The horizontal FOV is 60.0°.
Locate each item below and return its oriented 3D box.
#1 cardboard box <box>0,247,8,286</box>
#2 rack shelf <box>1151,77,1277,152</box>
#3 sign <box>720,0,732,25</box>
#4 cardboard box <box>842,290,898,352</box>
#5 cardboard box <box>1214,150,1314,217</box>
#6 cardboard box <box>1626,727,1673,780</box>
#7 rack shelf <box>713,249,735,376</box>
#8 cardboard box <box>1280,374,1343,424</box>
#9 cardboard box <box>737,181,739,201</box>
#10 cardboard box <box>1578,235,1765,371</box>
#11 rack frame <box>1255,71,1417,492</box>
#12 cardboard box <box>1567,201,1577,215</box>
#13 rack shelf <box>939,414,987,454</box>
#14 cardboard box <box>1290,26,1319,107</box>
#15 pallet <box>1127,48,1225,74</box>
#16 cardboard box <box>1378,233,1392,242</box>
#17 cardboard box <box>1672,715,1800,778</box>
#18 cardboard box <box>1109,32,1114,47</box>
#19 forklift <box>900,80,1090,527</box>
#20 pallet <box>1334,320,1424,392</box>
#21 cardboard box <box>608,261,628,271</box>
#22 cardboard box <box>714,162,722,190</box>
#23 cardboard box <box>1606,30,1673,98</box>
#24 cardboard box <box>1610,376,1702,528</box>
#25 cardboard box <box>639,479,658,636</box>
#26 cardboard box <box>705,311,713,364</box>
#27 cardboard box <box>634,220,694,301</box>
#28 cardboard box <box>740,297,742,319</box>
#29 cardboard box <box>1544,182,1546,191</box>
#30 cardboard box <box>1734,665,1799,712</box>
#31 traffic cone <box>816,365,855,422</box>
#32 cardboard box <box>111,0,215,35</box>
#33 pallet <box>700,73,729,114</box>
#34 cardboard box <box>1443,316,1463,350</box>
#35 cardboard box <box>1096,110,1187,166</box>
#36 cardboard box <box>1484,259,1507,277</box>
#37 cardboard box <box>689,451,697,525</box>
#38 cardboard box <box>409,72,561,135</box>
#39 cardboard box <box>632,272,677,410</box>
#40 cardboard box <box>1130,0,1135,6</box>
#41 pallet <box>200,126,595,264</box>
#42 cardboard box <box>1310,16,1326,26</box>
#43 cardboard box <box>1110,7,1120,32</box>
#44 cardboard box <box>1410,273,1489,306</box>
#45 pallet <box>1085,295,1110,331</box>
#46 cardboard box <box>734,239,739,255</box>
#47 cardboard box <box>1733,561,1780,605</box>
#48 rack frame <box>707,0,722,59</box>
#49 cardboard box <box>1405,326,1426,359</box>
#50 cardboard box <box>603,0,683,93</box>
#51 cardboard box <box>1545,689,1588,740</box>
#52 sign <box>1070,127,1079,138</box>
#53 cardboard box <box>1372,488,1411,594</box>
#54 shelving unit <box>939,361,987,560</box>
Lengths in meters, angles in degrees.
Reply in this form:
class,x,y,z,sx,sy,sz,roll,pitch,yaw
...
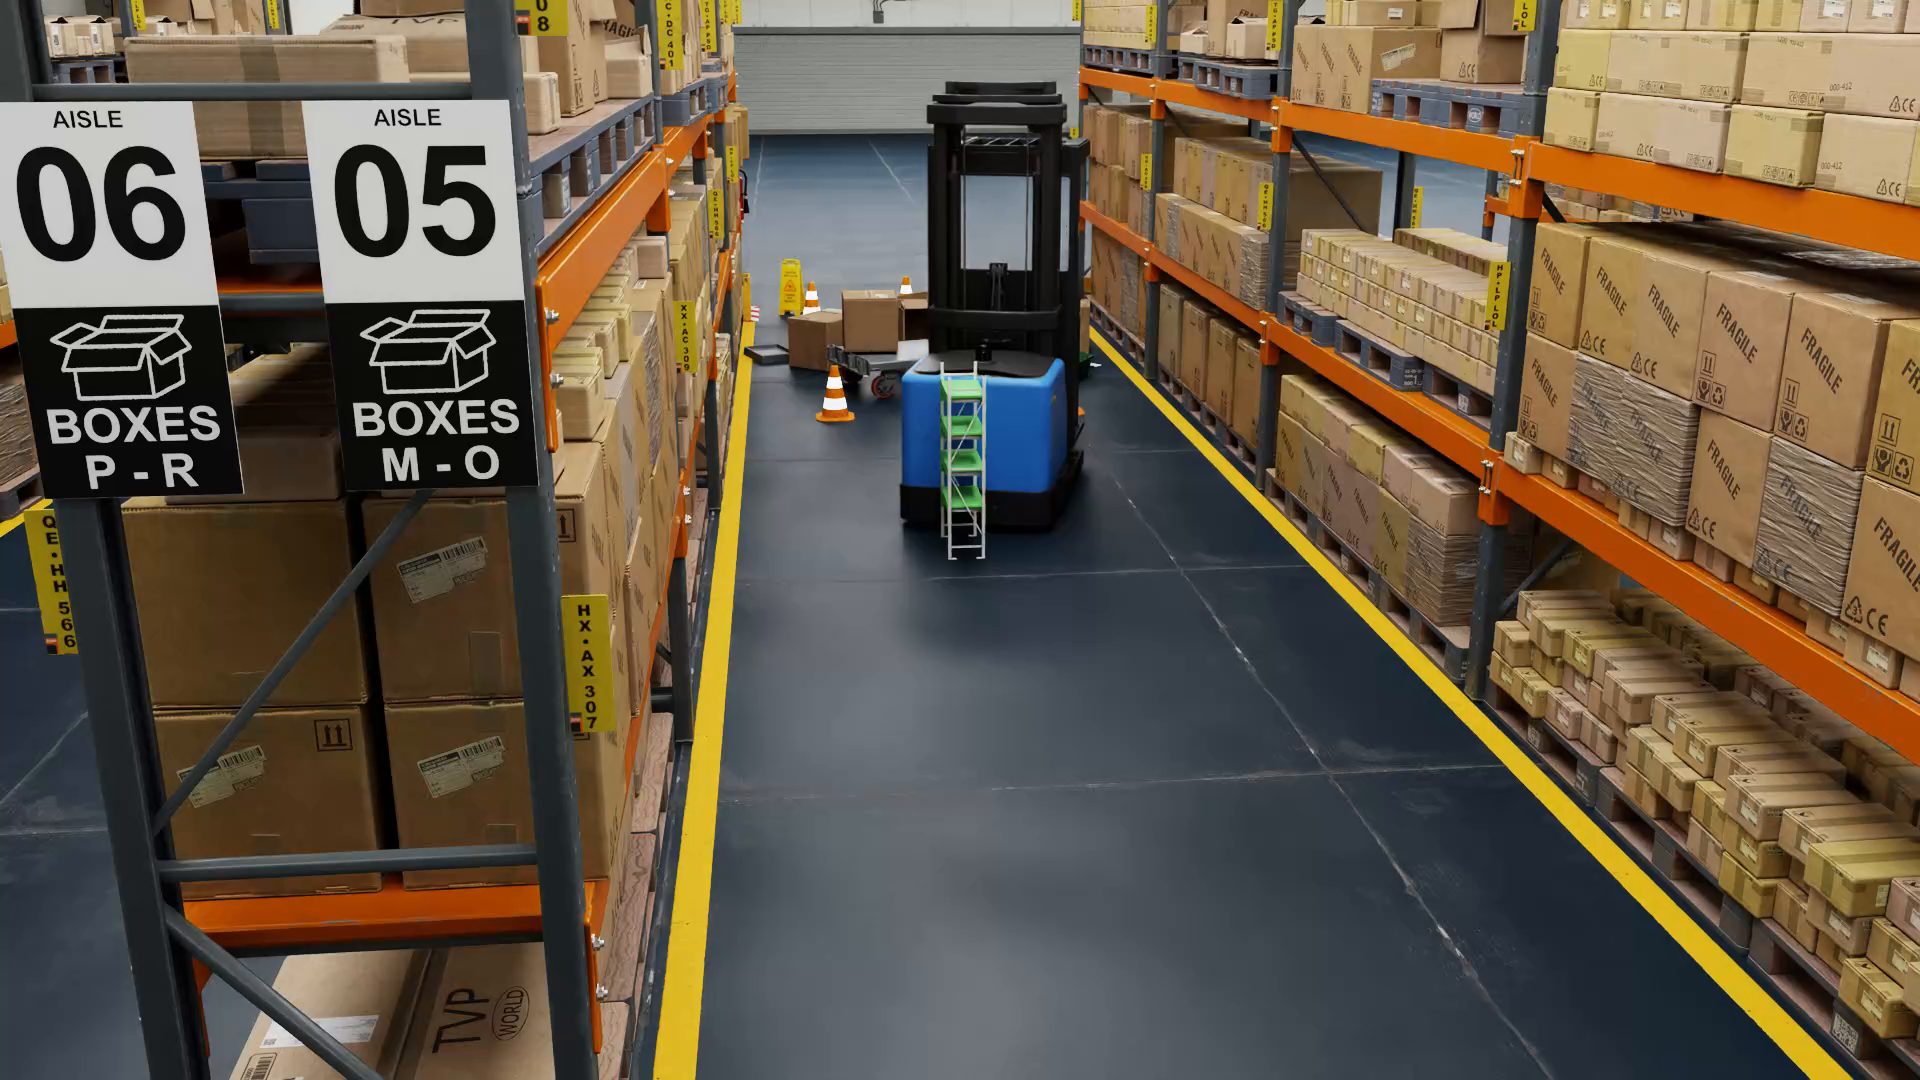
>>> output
class,x,y,z,sx,sy,sz,roll,pitch,yaw
cardboard box,-6.995,-1.941,11.769,0.500,0.250,0.500,-1,17,-4
rack shelf,2.502,-3.507,13.532,1.077,0.370,4.000,-2,18,-6
sign,-2.066,-4.715,14.661,0.100,0.325,0.005,-2,18,-6
cardboard box,-0.850,-2.064,15.653,0.500,0.500,0.500,-2,18,-6
cardboard box,2.510,-2.937,13.689,0.700,0.500,0.500,-2,18,-6
cardboard box,3.009,0.889,6.899,0.380,0.149,0.250,-2,18,-6
rack shelf,-2.412,-1.892,13.398,1.077,0.370,4.000,-2,18,-6
cardboard box,2.538,-0.975,11.496,0.500,0.250,0.500,-3,18,-8
cardboard box,-2.653,-3.910,17.961,0.500,0.500,0.500,-2,18,-6
cardboard box,2.993,-1.002,7.028,0.500,0.500,0.500,-2,18,-7
rack frame,2.708,-1.823,11.976,1.000,3.000,0.127,-2,18,-6
cardboard box,6.835,-3.597,18.046,0.380,0.149,0.250,-2,18,-6
rack shelf,0.017,-0.691,10.788,0.258,0.148,0.480,-2,18,-6
cardboard box,2.502,-3.123,10.943,0.500,0.500,0.500,-2,18,-6
pallet,2.221,-4.647,16.113,1.003,0.211,1.213,-2,18,-6
cardboard box,2.930,-2.013,12.413,0.500,0.500,0.500,-2,17,-5
cardboard box,3.086,0.820,6.622,0.380,0.149,0.250,-2,18,-5
cardboard box,1.756,-5.202,17.282,0.380,0.149,0.250,-2,18,-5
forklift,0.355,-1.885,12.290,1.130,2.935,3.031,3,18,10
pallet,2.953,-1.143,10.130,1.003,0.211,1.213,-2,18,-6
cardboard box,-1.465,-0.969,6.337,0.380,0.149,0.250,-2,18,-6
cardboard box,-2.290,-2.943,14.180,0.500,0.500,0.500,-2,18,-5
cardboard box,2.978,-1.930,6.724,0.500,0.250,0.500,-2,18,-6
cardboard box,2.995,-0.367,6.675,0.500,0.500,0.500,-2,18,-7
cardboard box,-1.327,0.093,5.705,0.500,0.500,0.500,-1,17,-4
cardboard box,-1.827,-1.274,10.477,0.500,0.250,0.500,-1,17,-5
cardboard box,-1.681,-1.413,8.834,0.500,0.500,0.500,-2,18,-7
cardboard box,-2.634,-2.525,18.100,0.500,0.250,0.500,-2,18,-5
cardboard box,7.027,-4.209,18.913,0.875,0.500,0.500,-2,18,-6
cardboard box,3.584,0.649,7.167,0.380,0.149,0.250,-3,18,-8
traffic cone,-1.097,-1.295,14.530,0.336,0.463,0.334,-2,18,-6
cardboard box,-7.651,-4.989,16.013,0.797,0.503,0.637,-1,17,-4
pallet,-2.086,-2.791,10.366,1.213,0.211,1.003,-1,17,-3
cardboard box,2.832,-1.118,8.954,0.380,0.149,0.250,-1,17,-3
cardboard box,1.954,-4.349,17.970,0.875,0.550,0.550,-2,18,-6
cardboard box,3.372,-1.592,9.967,0.380,0.149,0.250,-1,17,-4
cardboard box,-2.217,-0.618,10.984,0.875,0.875,0.875,-2,18,-6
cardboard box,-1.264,-1.147,4.366,0.380,0.149,0.250,-1,17,-4
cardboard box,-1.469,-0.841,7.011,0.500,0.500,0.500,-2,18,-6
cardboard box,1.864,-5.278,16.194,0.380,0.149,0.250,-1,17,-5
pallet,-1.467,-0.866,4.068,1.003,0.211,1.213,-2,18,-6
cardboard box,2.852,-3.682,12.170,0.500,0.311,0.500,-2,18,-6
cardboard box,1.834,-5.353,17.098,0.500,0.250,0.500,-2,18,-6
cardboard box,2.783,-1.418,9.410,0.380,0.149,0.250,-2,18,-7
pallet,2.043,-2.640,19.234,1.003,0.211,1.213,-2,18,-6
cardboard box,-2.535,-3.088,17.558,0.380,0.149,0.250,-1,17,-3
cardboard box,3.129,0.127,6.184,0.380,0.149,0.250,-1,17,-5
rack frame,-2.618,-5.694,14.290,1.000,3.000,0.127,-2,18,-6
cardboard box,2.772,-1.133,9.496,0.380,0.149,0.250,-3,18,-8
cardboard box,-1.595,-2.399,7.934,0.500,0.500,0.500,-2,18,-7
cardboard box,2.943,0.799,7.683,0.380,0.149,0.250,-2,18,-6
sign,1.330,-4.642,19.377,0.100,0.325,0.005,-2,18,-6
cardboard box,2.741,-0.004,9.656,0.500,0.500,0.500,-2,18,-7
shelving unit,0.017,-0.523,10.840,0.258,1.200,0.503,-2,18,-6
